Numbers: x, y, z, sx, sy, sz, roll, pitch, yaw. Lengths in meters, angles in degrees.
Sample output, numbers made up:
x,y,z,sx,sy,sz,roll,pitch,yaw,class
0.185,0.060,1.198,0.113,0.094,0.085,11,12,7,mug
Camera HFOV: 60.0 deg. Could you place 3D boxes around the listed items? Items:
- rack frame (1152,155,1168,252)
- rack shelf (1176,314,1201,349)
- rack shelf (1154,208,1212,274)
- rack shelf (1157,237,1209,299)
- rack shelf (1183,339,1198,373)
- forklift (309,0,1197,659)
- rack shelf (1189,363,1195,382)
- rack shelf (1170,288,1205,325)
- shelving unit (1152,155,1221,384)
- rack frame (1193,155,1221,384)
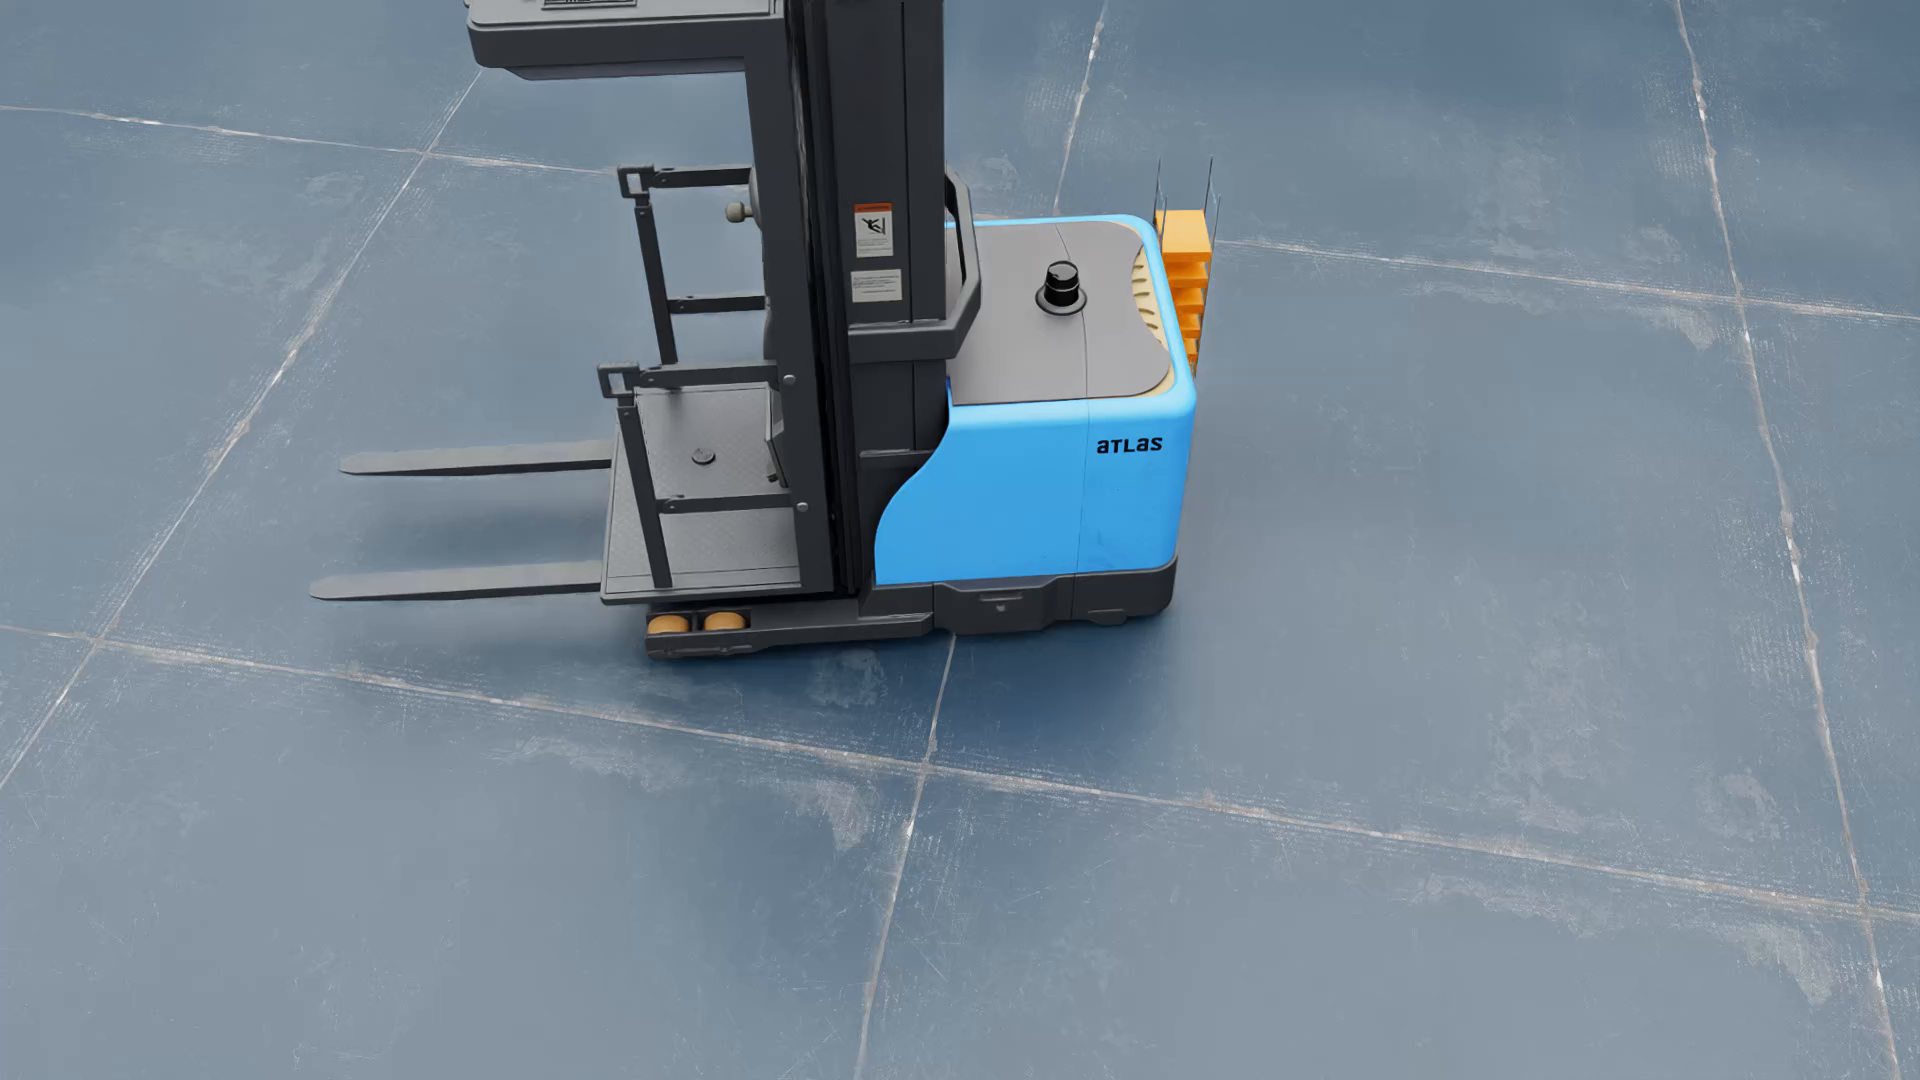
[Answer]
x,y,z,sx,sy,sz,roll,pitch,yaw,class
0.706,-0.864,6.220,0.006,1.200,0.240,-1,48,-1,rack frame
0.798,-0.836,6.254,0.180,0.103,0.258,-1,48,-1,rack shelf
0.798,-1.077,5.987,0.180,0.103,0.258,-1,48,-1,rack shelf
0.798,-0.996,6.076,0.180,0.103,0.258,-1,48,-1,rack shelf
0.798,-0.756,6.344,0.180,0.103,0.258,-1,48,-1,rack shelf
-0.779,-0.971,5.152,3.031,2.935,1.130,-3,48,-3,forklift
0.798,-0.676,6.433,0.180,0.103,0.258,-1,48,-1,rack shelf
0.798,-0.916,6.165,0.180,0.103,0.258,-1,48,-1,rack shelf
0.798,-0.866,6.221,0.189,1.200,0.258,-1,48,-1,shelving unit
0.889,-0.867,6.223,0.006,1.200,0.240,-1,48,-1,rack frame
